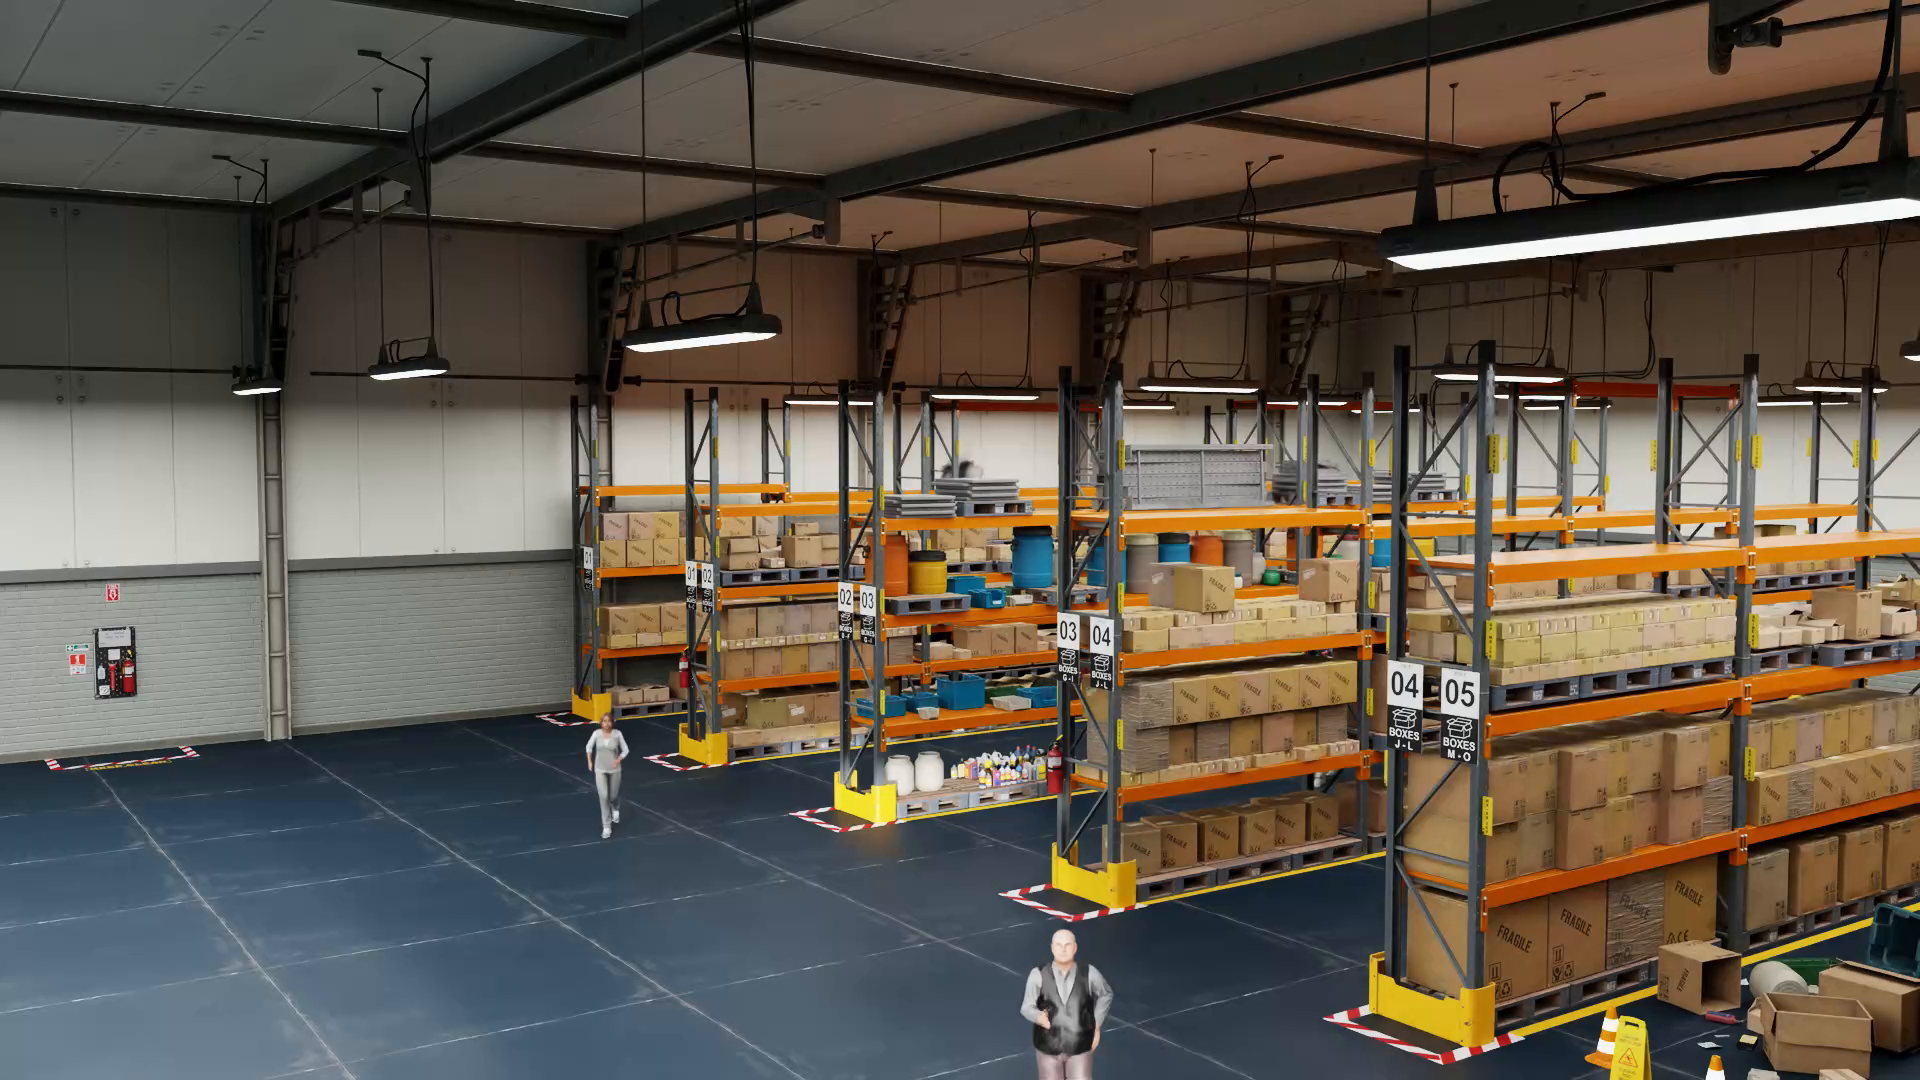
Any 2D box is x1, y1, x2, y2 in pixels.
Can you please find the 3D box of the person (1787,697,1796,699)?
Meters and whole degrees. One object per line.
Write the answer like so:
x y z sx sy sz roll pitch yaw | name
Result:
11.100 2.963 22.211 0.881 1.762 0.700 -3 5 -43 | person

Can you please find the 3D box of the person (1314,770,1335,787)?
5.538 2.776 25.038 0.898 1.789 0.736 -3 5 -44 | person

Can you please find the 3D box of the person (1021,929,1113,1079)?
0.740 3.613 11.645 0.635 1.749 0.680 0 3 8 | person

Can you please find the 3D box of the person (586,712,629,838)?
-4.643 3.061 21.895 0.558 1.593 0.763 -1 3 -10 | person
